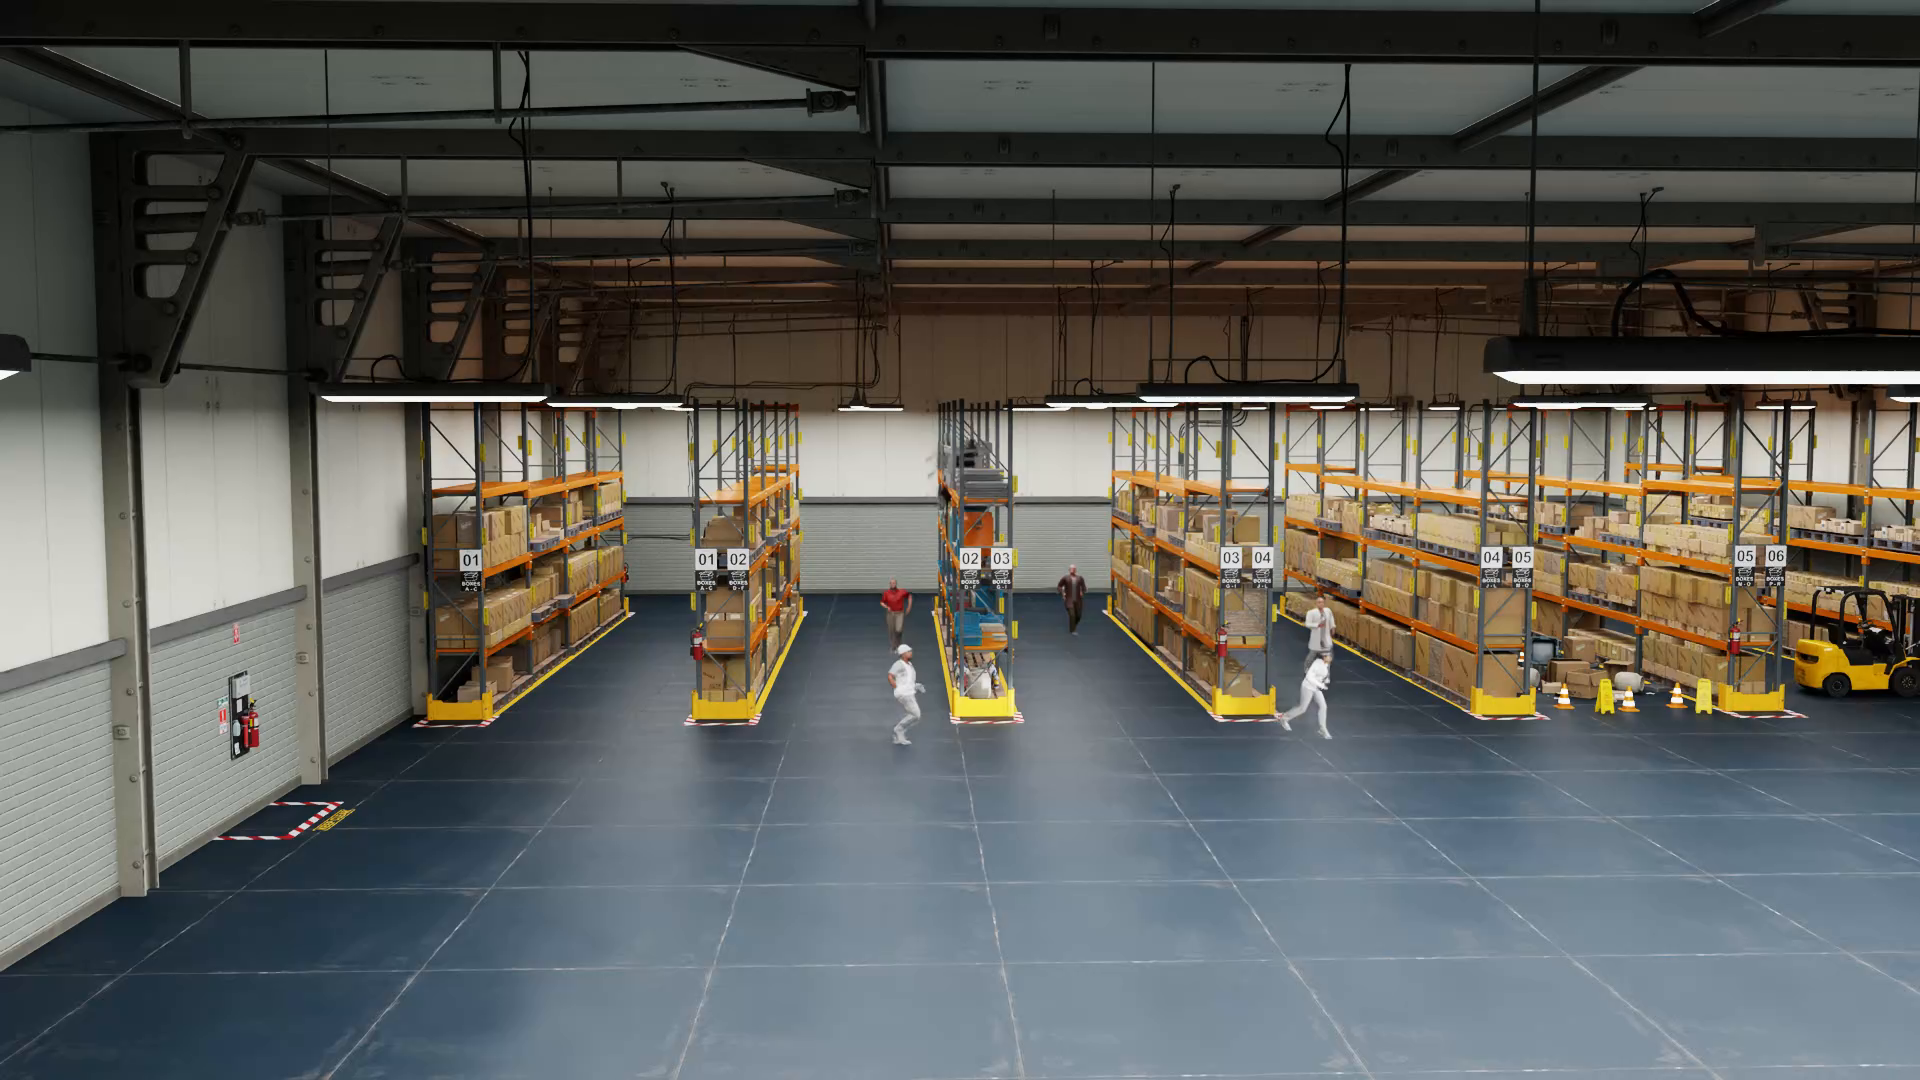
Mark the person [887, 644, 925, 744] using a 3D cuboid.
[{"bbox_3d":[-0.899,2.672,28.697,0.544,1.738,0.695,1,4,15],"label":"person"}]

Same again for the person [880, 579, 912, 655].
[{"bbox_3d":[-1.453,1.745,37.519,0.682,1.739,0.791,0,4,5],"label":"person"}]

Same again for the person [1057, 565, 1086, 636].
[{"bbox_3d":[2.757,1.490,40.779,0.715,1.751,0.762,-1,4,-11],"label":"person"}]

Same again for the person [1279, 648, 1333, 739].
[{"bbox_3d":[6.165,2.704,29.557,0.984,1.624,0.655,2,5,30],"label":"person"}]

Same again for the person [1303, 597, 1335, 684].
[{"bbox_3d":[7.712,2.133,35.663,0.731,1.837,0.987,-1,4,-8],"label":"person"}]
